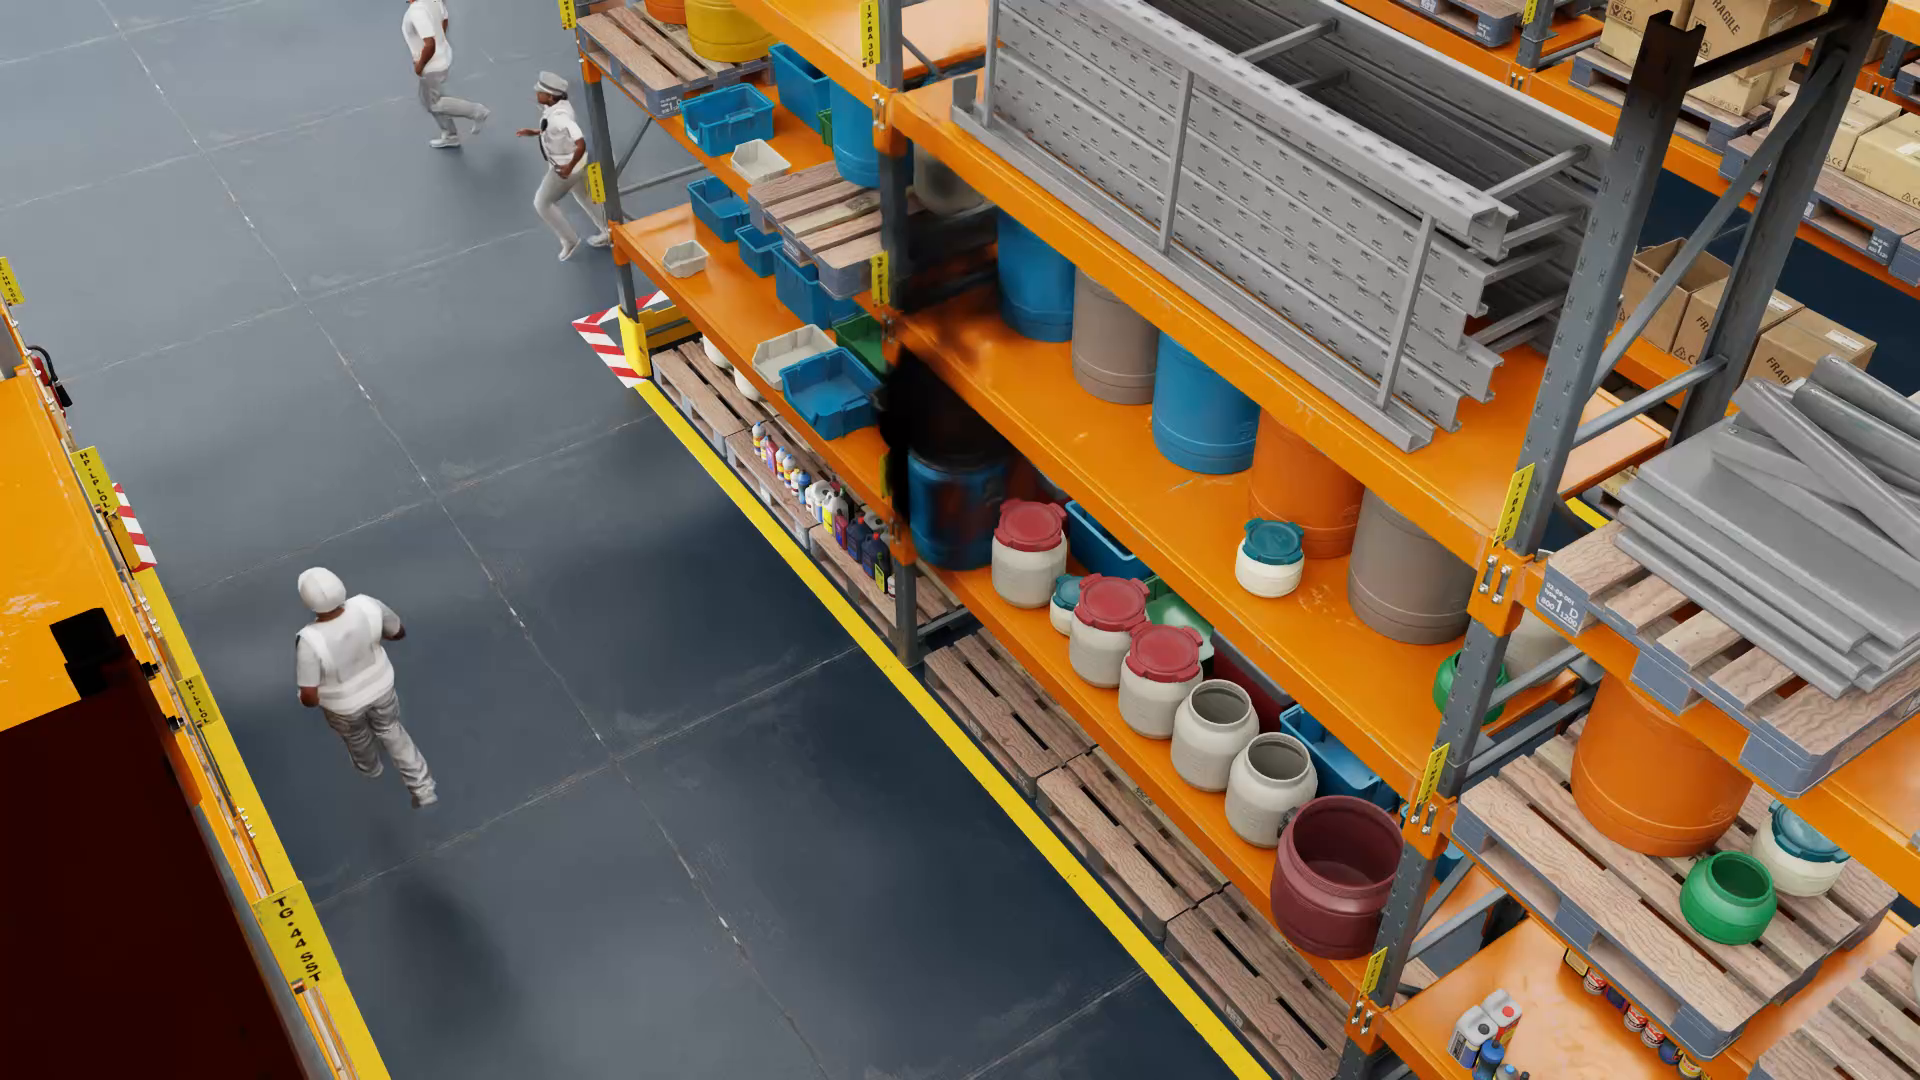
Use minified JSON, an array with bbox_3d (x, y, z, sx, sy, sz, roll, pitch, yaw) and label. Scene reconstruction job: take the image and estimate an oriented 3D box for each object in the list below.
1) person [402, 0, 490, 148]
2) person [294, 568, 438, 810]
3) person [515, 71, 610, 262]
[{"bbox_3d":[-4.734,-4.381,15.253,0.656,1.748,0.704,-2,43,-2],"label":"person"},{"bbox_3d":[-3.326,0.808,9.128,0.682,1.779,0.858,-34,52,-31],"label":"person"},{"bbox_3d":[-3.310,-3.098,13.895,0.724,1.723,0.584,0,43,0],"label":"person"}]
